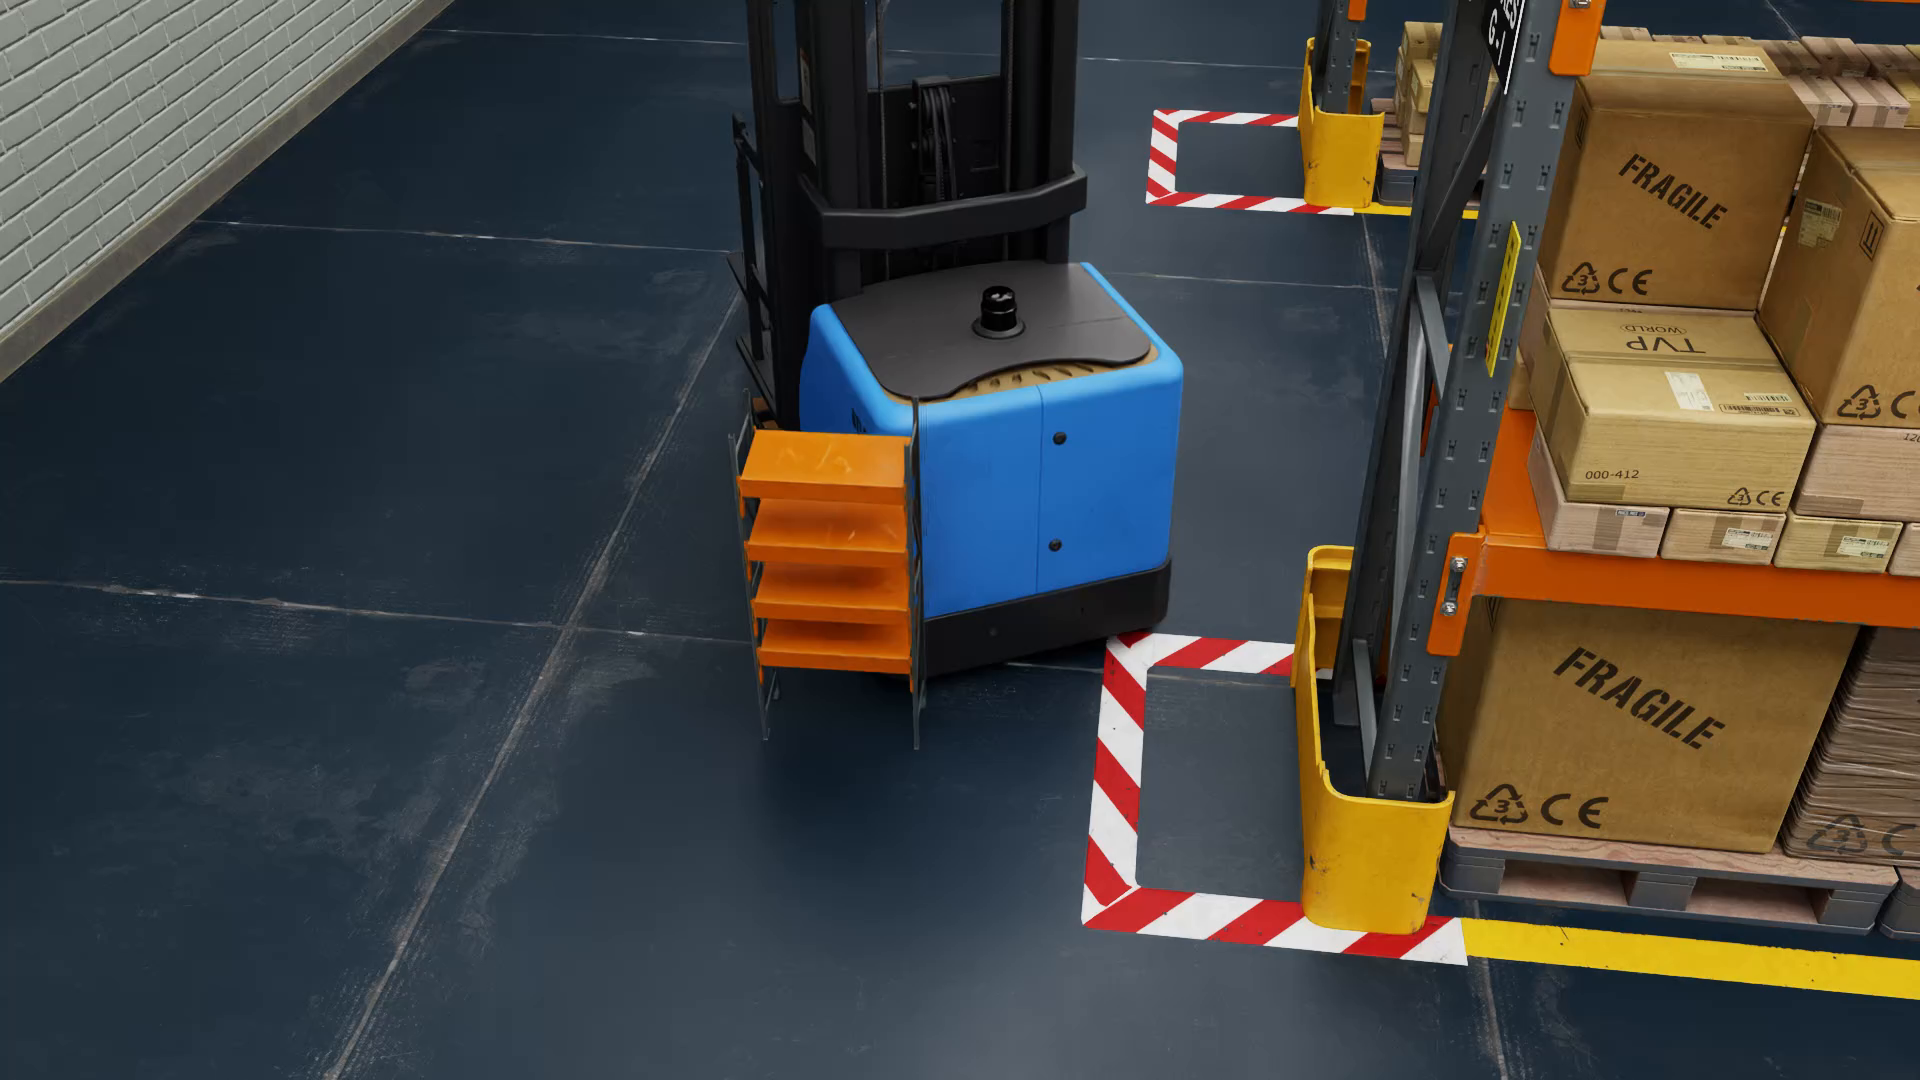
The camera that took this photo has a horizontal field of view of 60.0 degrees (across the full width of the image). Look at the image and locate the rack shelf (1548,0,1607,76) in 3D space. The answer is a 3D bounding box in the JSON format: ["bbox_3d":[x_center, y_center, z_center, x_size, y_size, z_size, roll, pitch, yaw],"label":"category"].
[{"bbox_3d":[3.226,-1.230,3.428,4.000,0.370,1.077,4,36,6],"label":"rack shelf"}]

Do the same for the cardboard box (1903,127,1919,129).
[{"bbox_3d":[4.815,-2.073,8.409,0.250,0.149,0.380,5,36,6],"label":"cardboard box"}]

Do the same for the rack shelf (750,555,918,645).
[{"bbox_3d":[-0.374,0.170,5.080,0.480,0.148,0.258,3,39,4],"label":"rack shelf"}]

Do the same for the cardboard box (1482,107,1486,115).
[{"bbox_3d":[2.726,-2.192,8.576,0.250,0.149,0.380,4,36,6],"label":"cardboard box"}]

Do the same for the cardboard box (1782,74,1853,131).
[{"bbox_3d":[4.253,-2.187,8.313,0.250,0.149,0.380,3,36,4],"label":"cardboard box"}]

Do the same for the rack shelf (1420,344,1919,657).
[{"bbox_3d":[3.226,-0.009,4.299,4.000,0.370,1.077,4,36,6],"label":"rack shelf"}]

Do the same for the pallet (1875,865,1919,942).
[{"bbox_3d":[3.252,0.791,4.960,1.213,0.211,1.003,4,36,6],"label":"pallet"}]

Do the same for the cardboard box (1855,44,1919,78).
[{"bbox_3d":[4.842,-2.453,8.685,0.250,0.149,0.380,3,36,5],"label":"cardboard box"}]

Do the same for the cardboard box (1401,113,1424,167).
[{"bbox_3d":[2.453,-2.087,8.685,0.250,0.149,0.380,5,36,7],"label":"cardboard box"}]

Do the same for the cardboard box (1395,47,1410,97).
[{"bbox_3d":[2.534,-2.557,9.087,0.250,0.149,0.380,3,36,5],"label":"cardboard box"}]

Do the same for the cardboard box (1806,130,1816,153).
[{"bbox_3d":[4.296,-2.112,8.464,0.250,0.149,0.380,3,36,4],"label":"cardboard box"}]

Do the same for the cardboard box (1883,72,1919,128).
[{"bbox_3d":[4.802,-2.207,8.341,0.250,0.149,0.380,5,36,7],"label":"cardboard box"}]

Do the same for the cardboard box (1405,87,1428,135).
[{"bbox_3d":[2.461,-2.245,8.650,0.250,0.149,0.380,6,36,8],"label":"cardboard box"}]

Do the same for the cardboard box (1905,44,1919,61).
[{"bbox_3d":[5.104,-2.446,8.676,0.250,0.149,0.380,4,36,5],"label":"cardboard box"}]

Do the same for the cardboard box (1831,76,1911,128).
[{"bbox_3d":[4.522,-2.174,8.295,0.250,0.149,0.380,3,36,4],"label":"cardboard box"}]

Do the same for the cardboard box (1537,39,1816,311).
[{"bbox_3d":[1.759,-0.930,4.199,0.500,0.500,0.500,5,36,7],"label":"cardboard box"}]

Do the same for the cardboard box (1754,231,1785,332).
[{"bbox_3d":[2.260,-0.589,4.366,0.500,0.250,0.500,4,36,5],"label":"cardboard box"}]

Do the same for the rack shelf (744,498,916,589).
[{"bbox_3d":[-0.376,-0.003,4.938,0.480,0.148,0.258,3,39,4],"label":"rack shelf"}]

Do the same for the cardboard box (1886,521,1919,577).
[{"bbox_3d":[2.320,-0.075,3.990,0.250,0.149,0.380,4,36,5],"label":"cardboard box"}]

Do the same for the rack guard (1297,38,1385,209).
[{"bbox_3d":[2.050,-2.277,9.010,0.348,0.500,1.175,4,36,6],"label":"rack guard"}]

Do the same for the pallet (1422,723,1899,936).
[{"bbox_3d":[2.045,0.700,5.088,1.213,0.211,1.003,4,36,6],"label":"pallet"}]

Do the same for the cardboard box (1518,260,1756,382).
[{"bbox_3d":[1.757,-0.627,4.419,0.500,0.250,0.500,4,36,5],"label":"cardboard box"}]

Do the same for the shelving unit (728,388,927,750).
[{"bbox_3d":[-0.375,0.118,5.037,0.503,1.200,0.258,3,39,4],"label":"shelving unit"}]

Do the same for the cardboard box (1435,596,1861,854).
[{"bbox_3d":[1.887,0.246,4.791,0.875,0.875,0.875,4,36,6],"label":"cardboard box"}]

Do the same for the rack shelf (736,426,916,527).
[{"bbox_3d":[-0.378,-0.186,4.788,0.480,0.148,0.258,3,39,4],"label":"rack shelf"}]

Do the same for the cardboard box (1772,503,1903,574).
[{"bbox_3d":[2.061,-0.094,4.016,0.250,0.149,0.380,3,36,5],"label":"cardboard box"}]

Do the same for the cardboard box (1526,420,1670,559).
[{"bbox_3d":[1.552,-0.131,4.067,0.250,0.149,0.380,5,36,6],"label":"cardboard box"}]

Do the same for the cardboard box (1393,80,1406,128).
[{"bbox_3d":[2.523,-2.392,9.112,0.250,0.149,0.380,5,36,7],"label":"cardboard box"}]

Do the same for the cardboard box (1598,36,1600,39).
[{"bbox_3d":[3.295,-2.606,8.900,0.250,0.149,0.380,3,36,4],"label":"cardboard box"}]

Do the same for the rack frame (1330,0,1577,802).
[{"bbox_3d":[1.242,-0.450,4.298,0.127,3.000,1.000,4,36,6],"label":"rack frame"}]

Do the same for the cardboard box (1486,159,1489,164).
[{"bbox_3d":[2.723,-2.115,8.724,0.250,0.149,0.380,4,36,6],"label":"cardboard box"}]

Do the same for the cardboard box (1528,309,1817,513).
[{"bbox_3d":[1.684,-0.318,3.987,0.500,0.250,0.500,3,36,5],"label":"cardboard box"}]

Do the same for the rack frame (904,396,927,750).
[{"bbox_3d":[-0.132,0.131,5.019,0.015,1.200,0.240,3,39,4],"label":"rack frame"}]

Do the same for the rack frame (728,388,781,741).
[{"bbox_3d":[-0.618,0.106,5.055,0.015,1.200,0.240,3,39,4],"label":"rack frame"}]

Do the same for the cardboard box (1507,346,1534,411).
[{"bbox_3d":[1.637,-0.511,4.600,0.250,0.149,0.380,5,36,7],"label":"cardboard box"}]

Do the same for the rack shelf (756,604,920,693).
[{"bbox_3d":[-0.373,0.324,5.206,0.480,0.148,0.258,3,39,4],"label":"rack shelf"}]

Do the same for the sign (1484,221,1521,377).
[{"bbox_3d":[1.166,-0.515,3.576,0.005,0.325,0.100,4,36,6],"label":"sign"}]

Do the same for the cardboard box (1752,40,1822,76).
[{"bbox_3d":[4.319,-2.491,8.739,0.250,0.149,0.380,3,36,4],"label":"cardboard box"}]

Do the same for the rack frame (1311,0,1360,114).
[{"bbox_3d":[1.974,-3.300,8.292,0.127,3.000,1.000,4,36,6],"label":"rack frame"}]

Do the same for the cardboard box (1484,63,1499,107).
[{"bbox_3d":[2.739,-2.367,8.565,0.250,0.149,0.380,5,36,7],"label":"cardboard box"}]

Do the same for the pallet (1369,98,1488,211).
[{"bbox_3d":[2.851,-2.079,8.981,1.213,0.211,1.003,4,36,6],"label":"pallet"}]

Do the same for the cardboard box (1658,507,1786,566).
[{"bbox_3d":[1.807,-0.113,4.042,0.250,0.149,0.380,4,36,5],"label":"cardboard box"}]

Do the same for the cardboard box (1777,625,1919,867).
[{"bbox_3d":[2.790,0.313,4.697,0.875,0.875,0.875,4,36,6],"label":"cardboard box"}]

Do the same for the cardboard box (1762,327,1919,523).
[{"bbox_3d":[2.200,-0.284,3.939,0.500,0.250,0.500,4,36,5],"label":"cardboard box"}]

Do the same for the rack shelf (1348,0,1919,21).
[{"bbox_3d":[3.958,-2.859,8.293,4.000,0.370,1.077,4,36,6],"label":"rack shelf"}]

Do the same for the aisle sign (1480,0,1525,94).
[{"bbox_3d":[1.133,-1.340,3.308,0.004,0.787,0.394,4,36,6],"label":"aisle sign"}]

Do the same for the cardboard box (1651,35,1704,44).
[{"bbox_3d":[3.816,-2.535,8.800,0.250,0.149,0.380,3,36,4],"label":"cardboard box"}]

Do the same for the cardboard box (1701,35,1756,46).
[{"bbox_3d":[4.080,-2.532,8.796,0.250,0.149,0.380,4,36,6],"label":"cardboard box"}]

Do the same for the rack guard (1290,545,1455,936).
[{"bbox_3d":[1.218,0.566,5.026,0.348,0.500,1.175,4,36,6],"label":"rack guard"}]

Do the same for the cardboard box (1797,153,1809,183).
[{"bbox_3d":[4.233,-1.982,8.537,0.250,0.149,0.380,5,36,7],"label":"cardboard box"}]

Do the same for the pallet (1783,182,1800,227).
[{"bbox_3d":[4.058,-1.987,8.853,1.213,0.211,1.003,4,36,6],"label":"pallet"}]

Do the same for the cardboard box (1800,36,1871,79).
[{"bbox_3d":[4.600,-2.518,8.777,0.250,0.149,0.380,5,36,7],"label":"cardboard box"}]

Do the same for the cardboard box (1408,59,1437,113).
[{"bbox_3d":[2.451,-2.318,8.496,0.250,0.149,0.380,3,36,4],"label":"cardboard box"}]

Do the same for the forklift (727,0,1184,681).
[{"bbox_3d":[-0.252,-1.583,5.944,1.130,2.935,3.031,-12,37,-16],"label":"forklift"}]

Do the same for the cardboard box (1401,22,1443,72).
[{"bbox_3d":[2.532,-2.659,8.975,0.250,0.149,0.380,5,36,7],"label":"cardboard box"}]

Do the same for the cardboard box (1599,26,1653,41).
[{"bbox_3d":[3.569,-2.618,8.917,0.250,0.149,0.380,6,36,8],"label":"cardboard box"}]

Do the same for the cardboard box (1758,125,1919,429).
[{"bbox_3d":[2.180,-0.587,3.717,0.500,0.500,0.500,3,36,5],"label":"cardboard box"}]
